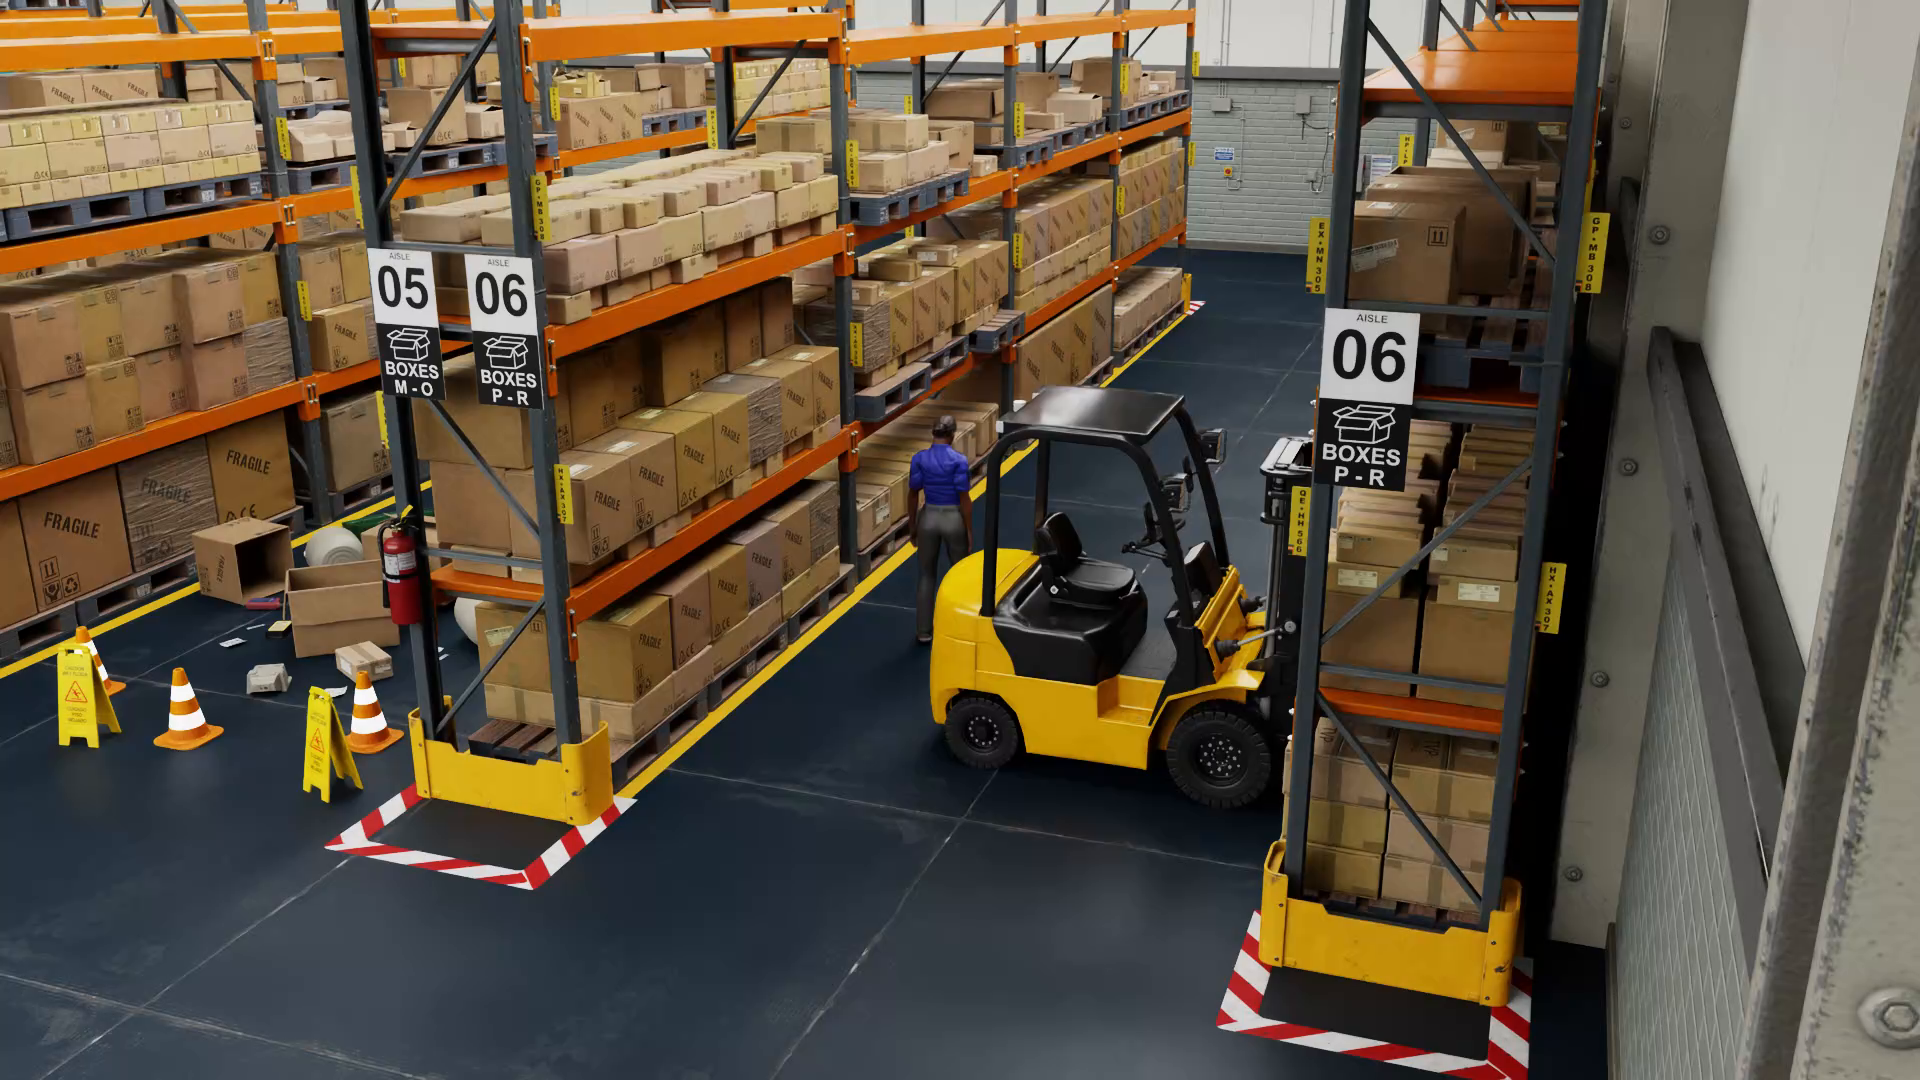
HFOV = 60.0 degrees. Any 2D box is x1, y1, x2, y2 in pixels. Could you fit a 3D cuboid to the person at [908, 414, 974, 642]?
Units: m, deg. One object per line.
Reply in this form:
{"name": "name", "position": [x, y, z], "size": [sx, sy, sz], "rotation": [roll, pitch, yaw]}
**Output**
{"name": "person", "position": [-0.124, -0.077, 11.773], "size": [0.480, 1.639, 0.368], "rotation": [4, 19, 11]}
